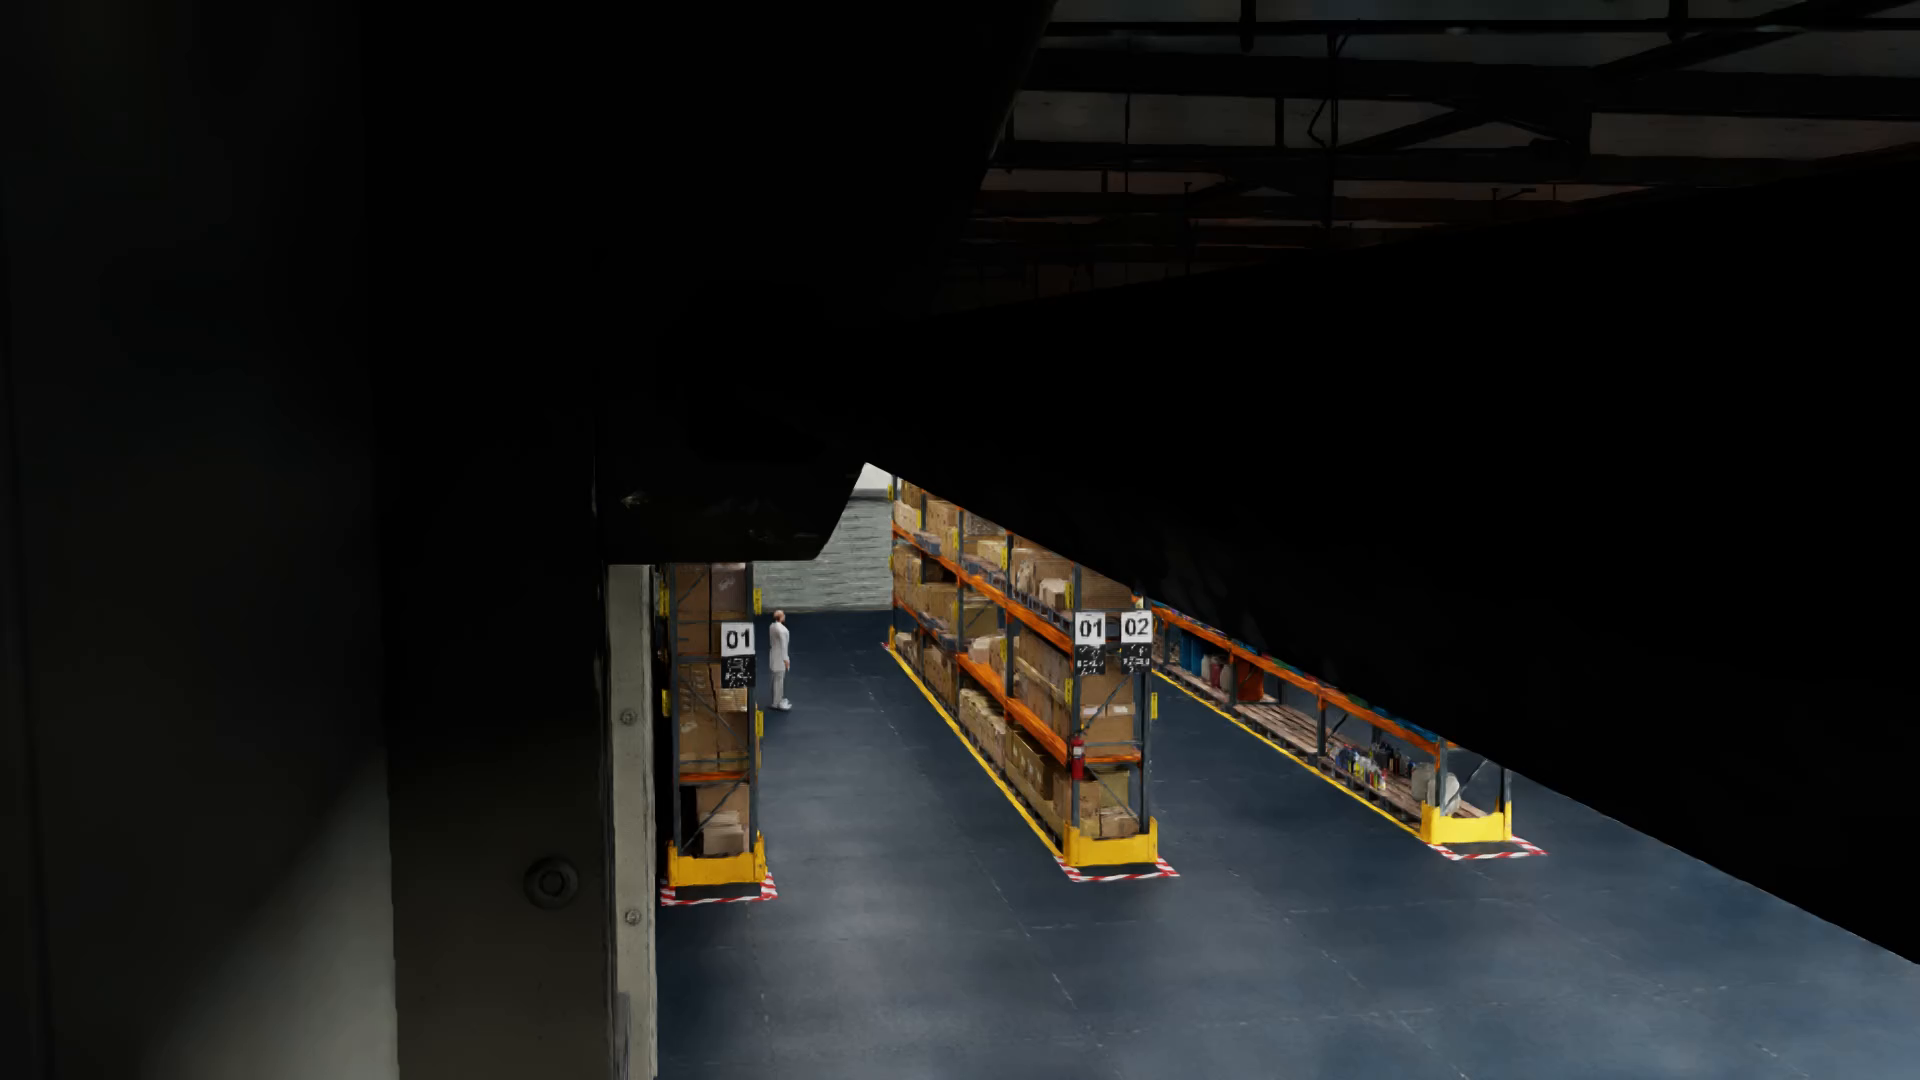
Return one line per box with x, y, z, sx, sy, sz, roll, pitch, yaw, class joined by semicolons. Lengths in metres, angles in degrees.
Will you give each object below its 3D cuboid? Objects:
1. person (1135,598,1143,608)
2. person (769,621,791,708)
3.780;1.838;34.663;0.452;1.339;0.484;1;6;9;person
-3.270;2.265;30.359;0.448;1.543;0.664;-3;7;-29;person
